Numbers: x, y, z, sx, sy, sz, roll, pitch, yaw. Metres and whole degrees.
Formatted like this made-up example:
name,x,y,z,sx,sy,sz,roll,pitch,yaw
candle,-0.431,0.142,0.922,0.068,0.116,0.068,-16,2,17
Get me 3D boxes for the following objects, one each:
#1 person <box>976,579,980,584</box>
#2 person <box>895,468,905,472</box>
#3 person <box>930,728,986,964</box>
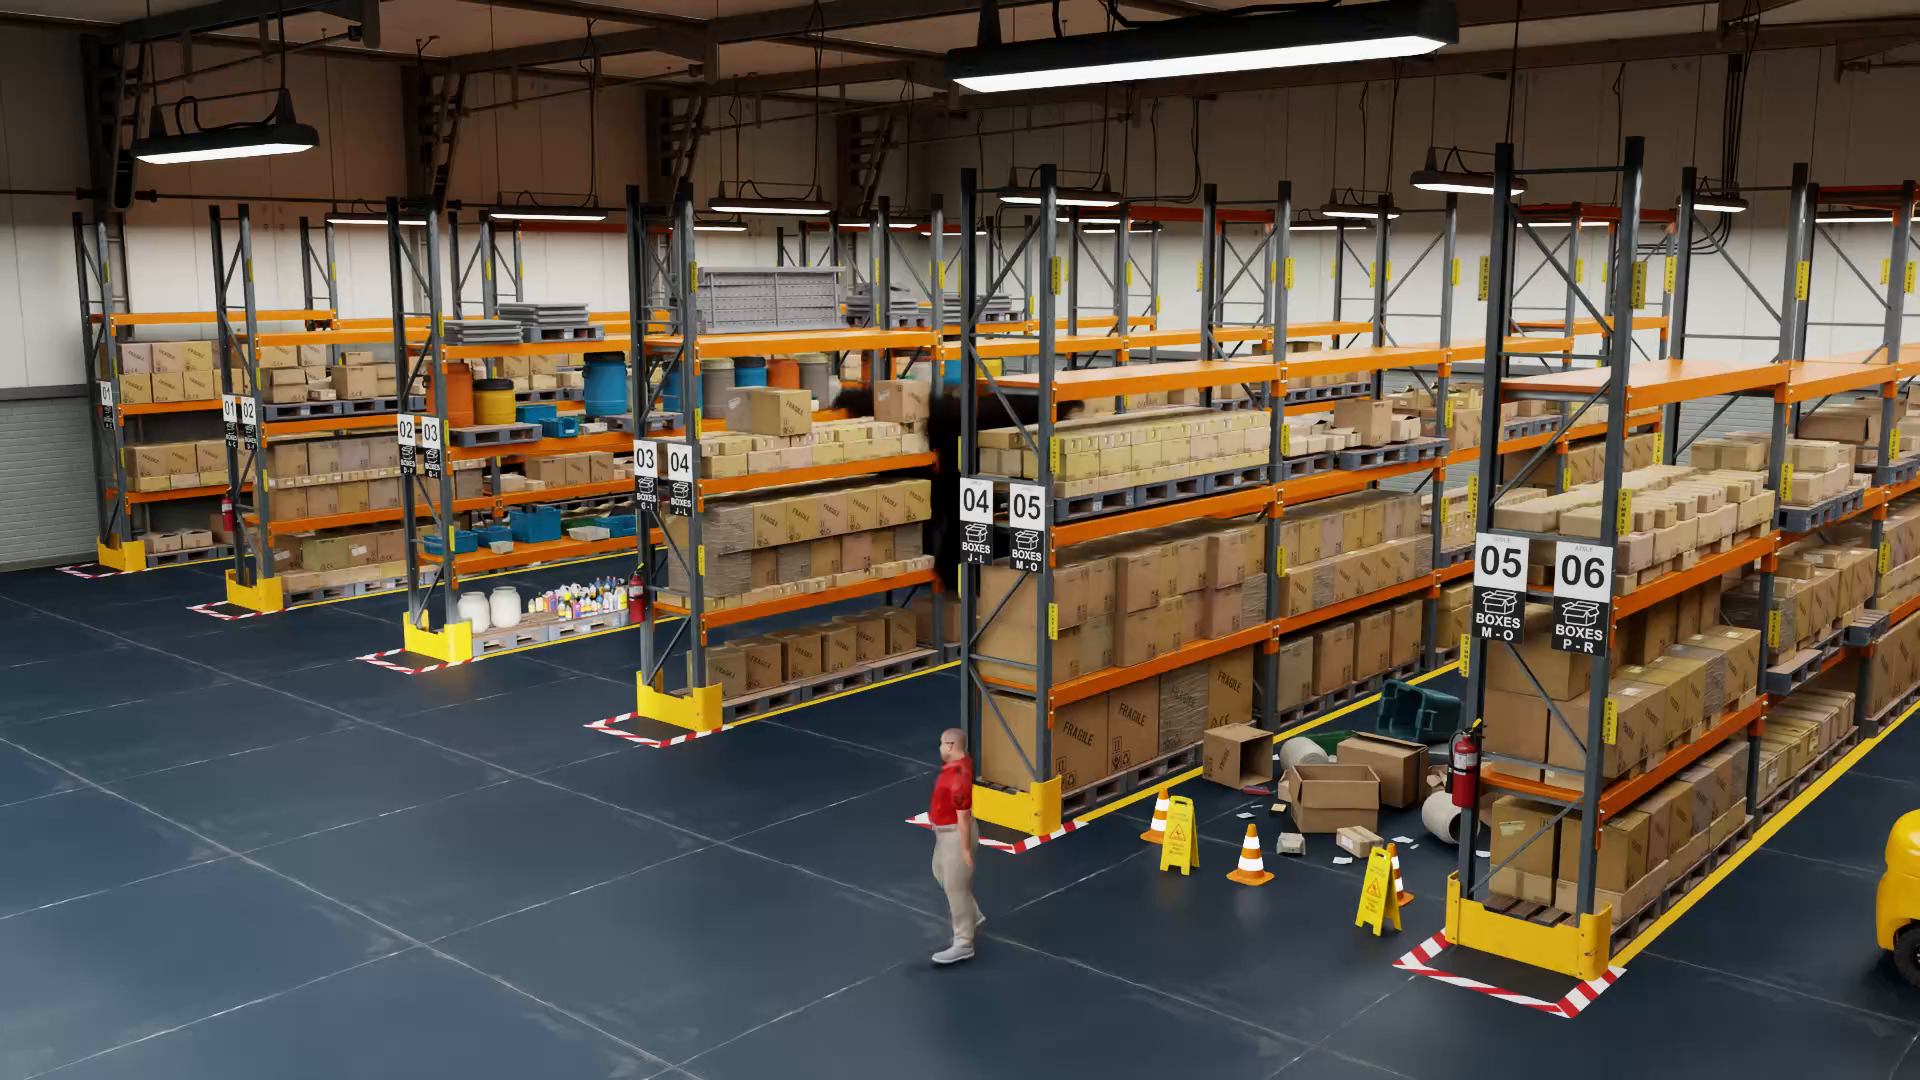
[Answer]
name,x,y,z,sx,sy,sz,roll,pitch,yaw
person,0.348,-0.185,25.585,0.422,1.676,0.553,7,12,37
person,-1.518,-2.406,40.355,0.523,1.707,1.042,8,12,40
person,-0.014,2.256,12.499,0.428,1.752,0.617,0,9,-1
